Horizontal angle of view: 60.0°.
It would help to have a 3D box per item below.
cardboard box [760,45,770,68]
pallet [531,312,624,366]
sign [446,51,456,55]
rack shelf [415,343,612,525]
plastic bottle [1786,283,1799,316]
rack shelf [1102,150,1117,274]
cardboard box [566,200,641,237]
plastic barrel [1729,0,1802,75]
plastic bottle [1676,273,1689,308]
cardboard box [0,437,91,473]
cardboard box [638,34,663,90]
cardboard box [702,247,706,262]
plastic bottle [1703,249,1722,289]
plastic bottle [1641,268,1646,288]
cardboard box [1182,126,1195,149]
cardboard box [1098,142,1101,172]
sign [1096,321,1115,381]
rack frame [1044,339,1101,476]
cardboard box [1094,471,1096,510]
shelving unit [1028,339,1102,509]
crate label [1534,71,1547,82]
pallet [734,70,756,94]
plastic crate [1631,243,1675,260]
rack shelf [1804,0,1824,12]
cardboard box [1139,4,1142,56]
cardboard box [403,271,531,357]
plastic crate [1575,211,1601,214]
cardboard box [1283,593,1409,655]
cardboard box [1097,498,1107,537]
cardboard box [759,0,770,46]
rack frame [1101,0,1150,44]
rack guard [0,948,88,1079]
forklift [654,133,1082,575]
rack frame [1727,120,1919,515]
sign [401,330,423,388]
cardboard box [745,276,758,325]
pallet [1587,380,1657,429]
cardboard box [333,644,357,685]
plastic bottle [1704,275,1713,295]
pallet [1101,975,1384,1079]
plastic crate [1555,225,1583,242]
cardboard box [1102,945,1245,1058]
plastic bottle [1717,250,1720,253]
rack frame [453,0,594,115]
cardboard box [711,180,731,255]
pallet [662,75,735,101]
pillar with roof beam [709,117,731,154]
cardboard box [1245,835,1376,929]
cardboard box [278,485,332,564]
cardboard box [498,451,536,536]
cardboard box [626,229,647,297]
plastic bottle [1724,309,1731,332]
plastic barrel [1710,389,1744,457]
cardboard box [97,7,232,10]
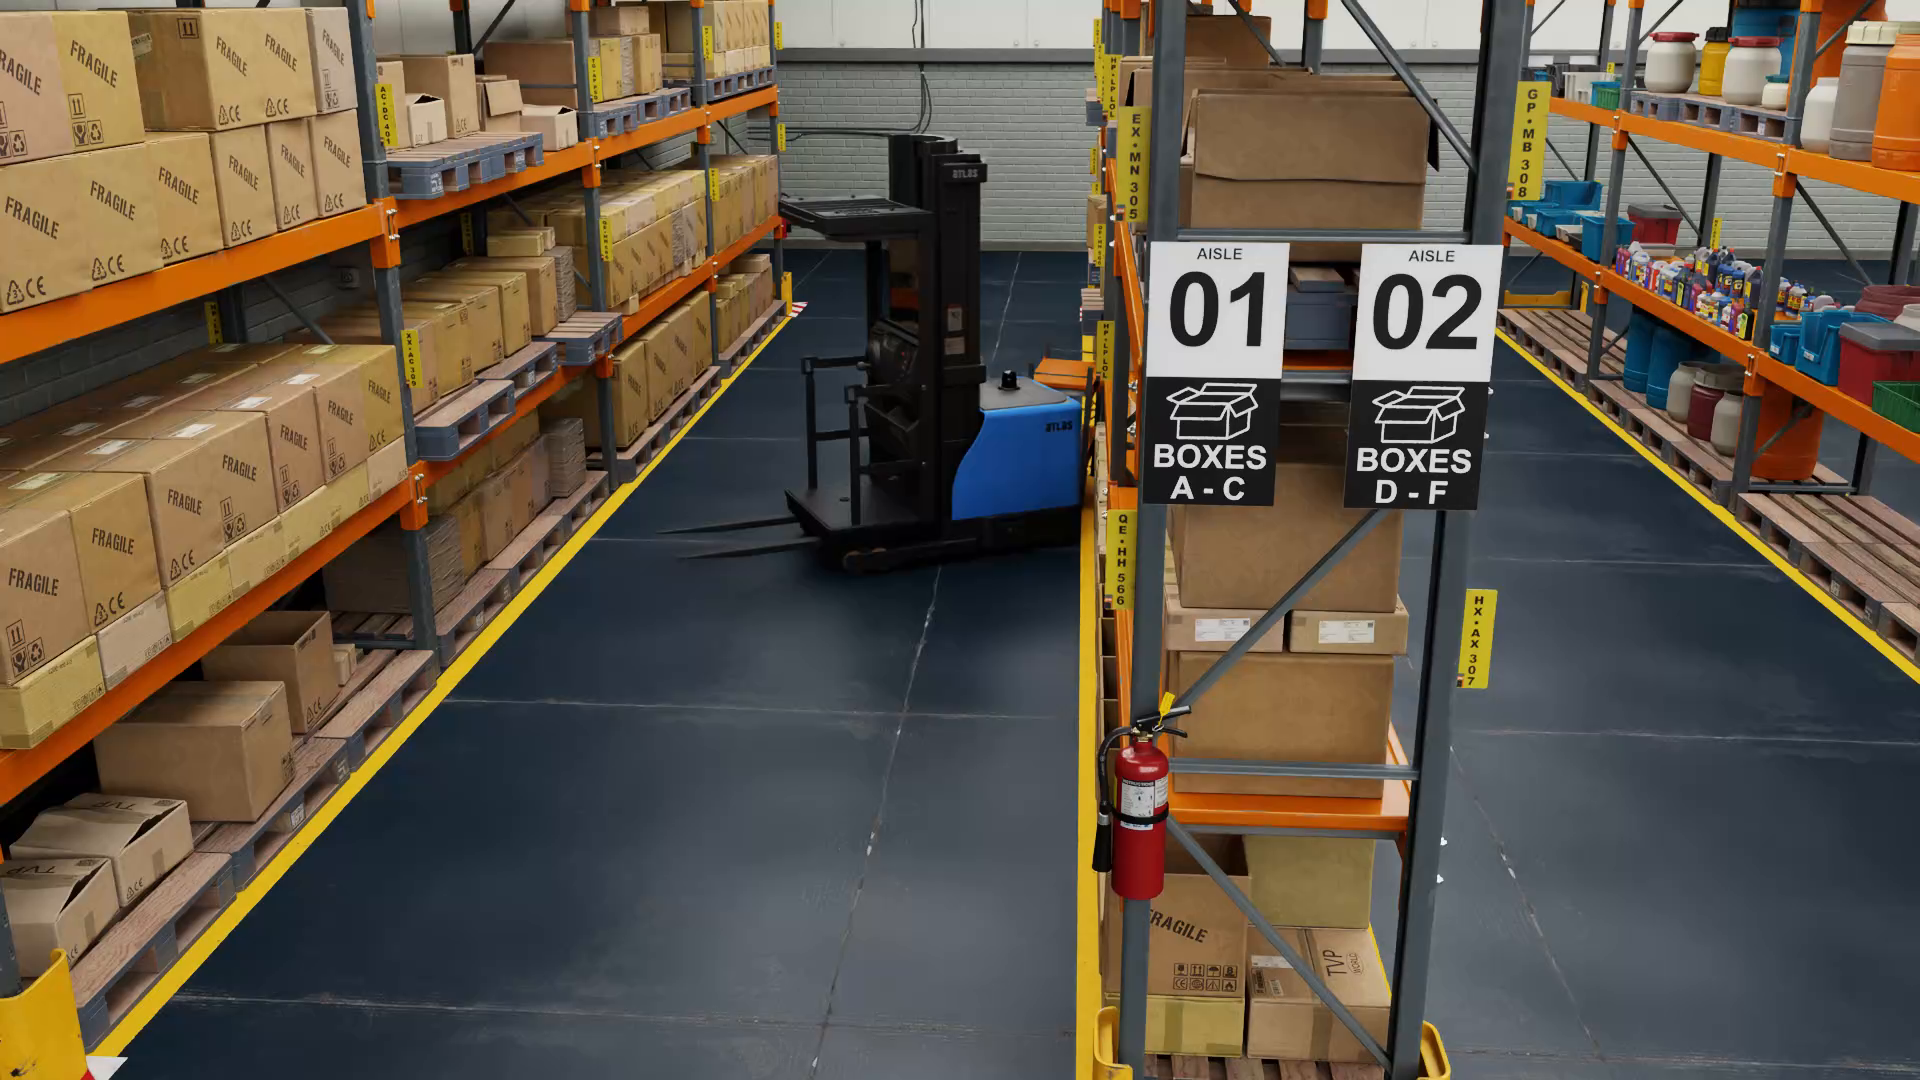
[{"bbox_3d":[-2.538,-5.705,19.604,0.500,0.250,0.500,2,18,6],"label":"cardboard box"},{"bbox_3d":[-3.268,-1.537,12.605,1.213,0.211,1.003,1,18,4],"label":"pallet"},{"bbox_3d":[-3.877,-3.576,12.744,0.100,0.325,0.005,1,18,4],"label":"sign"},{"bbox_3d":[-3.467,-0.889,11.474,1.077,0.370,4.000,1,18,4],"label":"rack shelf"},{"bbox_3d":[7.013,-2.019,13.975,0.097,0.271,0.097,0,18,0],"label":"plastic bottle"},{"bbox_3d":[1.474,-2.205,10.673,1.077,0.370,4.000,1,18,4],"label":"rack shelf"},{"bbox_3d":[-2.996,-2.709,13.998,0.500,0.250,0.500,1,18,3],"label":"cardboard box"},{"bbox_3d":[6.875,-4.203,14.136,0.600,0.901,0.708,1,18,4],"label":"plastic barrel"},{"bbox_3d":[6.266,-2.164,14.399,0.061,0.283,0.133,1,18,4],"label":"plastic bottle"},{"bbox_3d":[-3.997,-0.130,7.007,0.500,0.500,0.500,1,18,2],"label":"cardboard box"},{"bbox_3d":[-3.209,-4.505,15.671,0.700,0.500,0.500,0,18,1],"label":"cardboard box"},{"bbox_3d":[-2.779,-2.873,16.745,0.380,0.149,0.250,1,18,4],"label":"cardboard box"},{"bbox_3d":[6.948,-2.503,15.323,0.144,0.351,0.185,1,18,4],"label":"plastic bottle"},{"bbox_3d":[6.356,-2.434,15.353,0.097,0.201,0.097,0,18,0],"label":"plastic bottle"},{"bbox_3d":[0.904,-1.443,6.437,0.500,0.311,0.500,3,18,10],"label":"cardboard box"},{"bbox_3d":[1.790,-4.142,18.481,0.500,0.500,0.500,1,18,3],"label":"cardboard box"},{"bbox_3d":[0.789,-1.022,8.992,0.100,0.325,0.005,1,18,4],"label":"sign"},{"bbox_3d":[0.926,-1.103,13.925,0.500,1.125,0.032,6,18,9],"label":"rack frame"},{"bbox_3d":[1.252,-0.323,12.334,0.500,0.250,0.500,1,18,2],"label":"cardboard box"},{"bbox_3d":[0.838,-0.957,13.447,0.538,1.125,1.048,6,18,9],"label":"shelving unit"},{"bbox_3d":[6.743,-5.191,18.869,0.408,0.251,0.502,1,18,4],"label":"crate label"},{"bbox_3d":[-2.878,-5.109,18.524,1.003,0.211,1.213,1,18,4],"label":"pallet"},{"bbox_3d":[7.021,-2.918,16.837,0.396,0.136,0.243,1,18,4],"label":"plastic crate"},{"bbox_3d":[6.415,-3.329,9.927,1.077,0.370,4.000,1,18,4],"label":"rack shelf"},{"bbox_3d":[1.728,-4.143,13.665,0.500,0.500,0.500,1,18,4],"label":"cardboard box"},{"bbox_3d":[-3.414,-1.575,11.545,0.700,0.500,0.500,1,18,4],"label":"cardboard box"},{"bbox_3d":[7.254,-3.761,19.412,0.396,0.136,0.243,1,18,4],"label":"plastic crate"},{"bbox_3d":[1.287,0.269,5.582,0.380,0.149,0.250,1,18,4],"label":"cardboard box"},{"bbox_3d":[1.143,-0.109,10.778,0.500,0.311,0.500,1,18,4],"label":"cardboard box"},{"bbox_3d":[-2.530,-6.061,19.487,0.500,0.500,0.500,1,18,4],"label":"cardboard box"},{"bbox_3d":[2.191,-7.078,19.572,1.000,3.000,0.127,1,18,4],"label":"rack frame"},{"bbox_3d":[-3.892,1.797,6.136,1.175,0.500,0.348,1,18,4],"label":"rack guard"},{"bbox_3d":[-0.668,-1.332,11.780,3.031,2.935,1.130,-7,20,-21],"label":"forklift"},{"bbox_3d":[6.558,-1.631,12.583,1.000,3.000,0.127,1,18,4],"label":"rack frame"},{"bbox_3d":[-3.069,-1.011,9.302,0.100,0.325,0.005,1,18,4],"label":"sign"},{"bbox_3d":[-2.772,-2.817,19.543,0.700,0.500,0.500,1,18,2],"label":"cardboard box"},{"bbox_3d":[6.748,-1.309,16.080,1.003,0.211,1.213,1,18,4],"label":"pallet"},{"bbox_3d":[-3.619,0.694,9.330,0.380,0.166,0.250,-1,18,-3],"label":"cardboard box"},{"bbox_3d":[6.400,-2.120,14.262,0.061,0.283,0.133,1,18,4],"label":"plastic bottle"},{"bbox_3d":[1.057,1.829,6.503,1.003,0.211,1.213,1,18,4],"label":"pallet"},{"bbox_3d":[6.670,-3.324,18.077,0.293,0.136,0.466,1,18,4],"label":"plastic crate"},{"bbox_3d":[0.788,1.676,6.232,0.500,0.250,0.500,1,18,4],"label":"cardboard box"},{"bbox_3d":[7.168,-2.615,15.774,0.061,0.283,0.133,1,18,4],"label":"plastic bottle"},{"bbox_3d":[-3.324,-4.703,12.324,1.000,3.000,0.127,1,18,4],"label":"rack frame"},{"bbox_3d":[-2.982,-3.405,17.516,0.980,0.700,0.700,2,18,5],"label":"cardboard box"},{"bbox_3d":[-2.968,-4.731,17.371,1.003,0.211,1.213,1,18,4],"label":"pallet"},{"bbox_3d":[0.875,-7.949,22.231,9.100,9.000,0.400,1,18,4],"label":"pillar with roof beam"},{"bbox_3d":[1.338,1.176,6.554,0.500,0.500,0.500,1,18,4],"label":"cardboard box"},{"bbox_3d":[-3.407,-0.083,8.068,0.500,0.250,0.500,1,18,4],"label":"cardboard box"},{"bbox_3d":[-3.483,-0.336,11.939,0.700,0.500,0.500,1,18,4],"label":"cardboard box"},{"bbox_3d":[-2.987,-2.358,14.132,0.500,0.500,0.500,2,18,6],"label":"cardboard box"},{"bbox_3d":[6.204,-1.779,13.353,0.097,0.201,0.097,0,18,0],"label":"plastic bottle"},{"bbox_3d":[6.527,-0.978,13.911,0.421,0.512,0.421,0,18,0],"label":"plastic barrel"},{"bbox_3d":[-3.930,-2.421,8.380,0.500,0.500,0.500,2,18,5],"label":"cardboard box"}]
